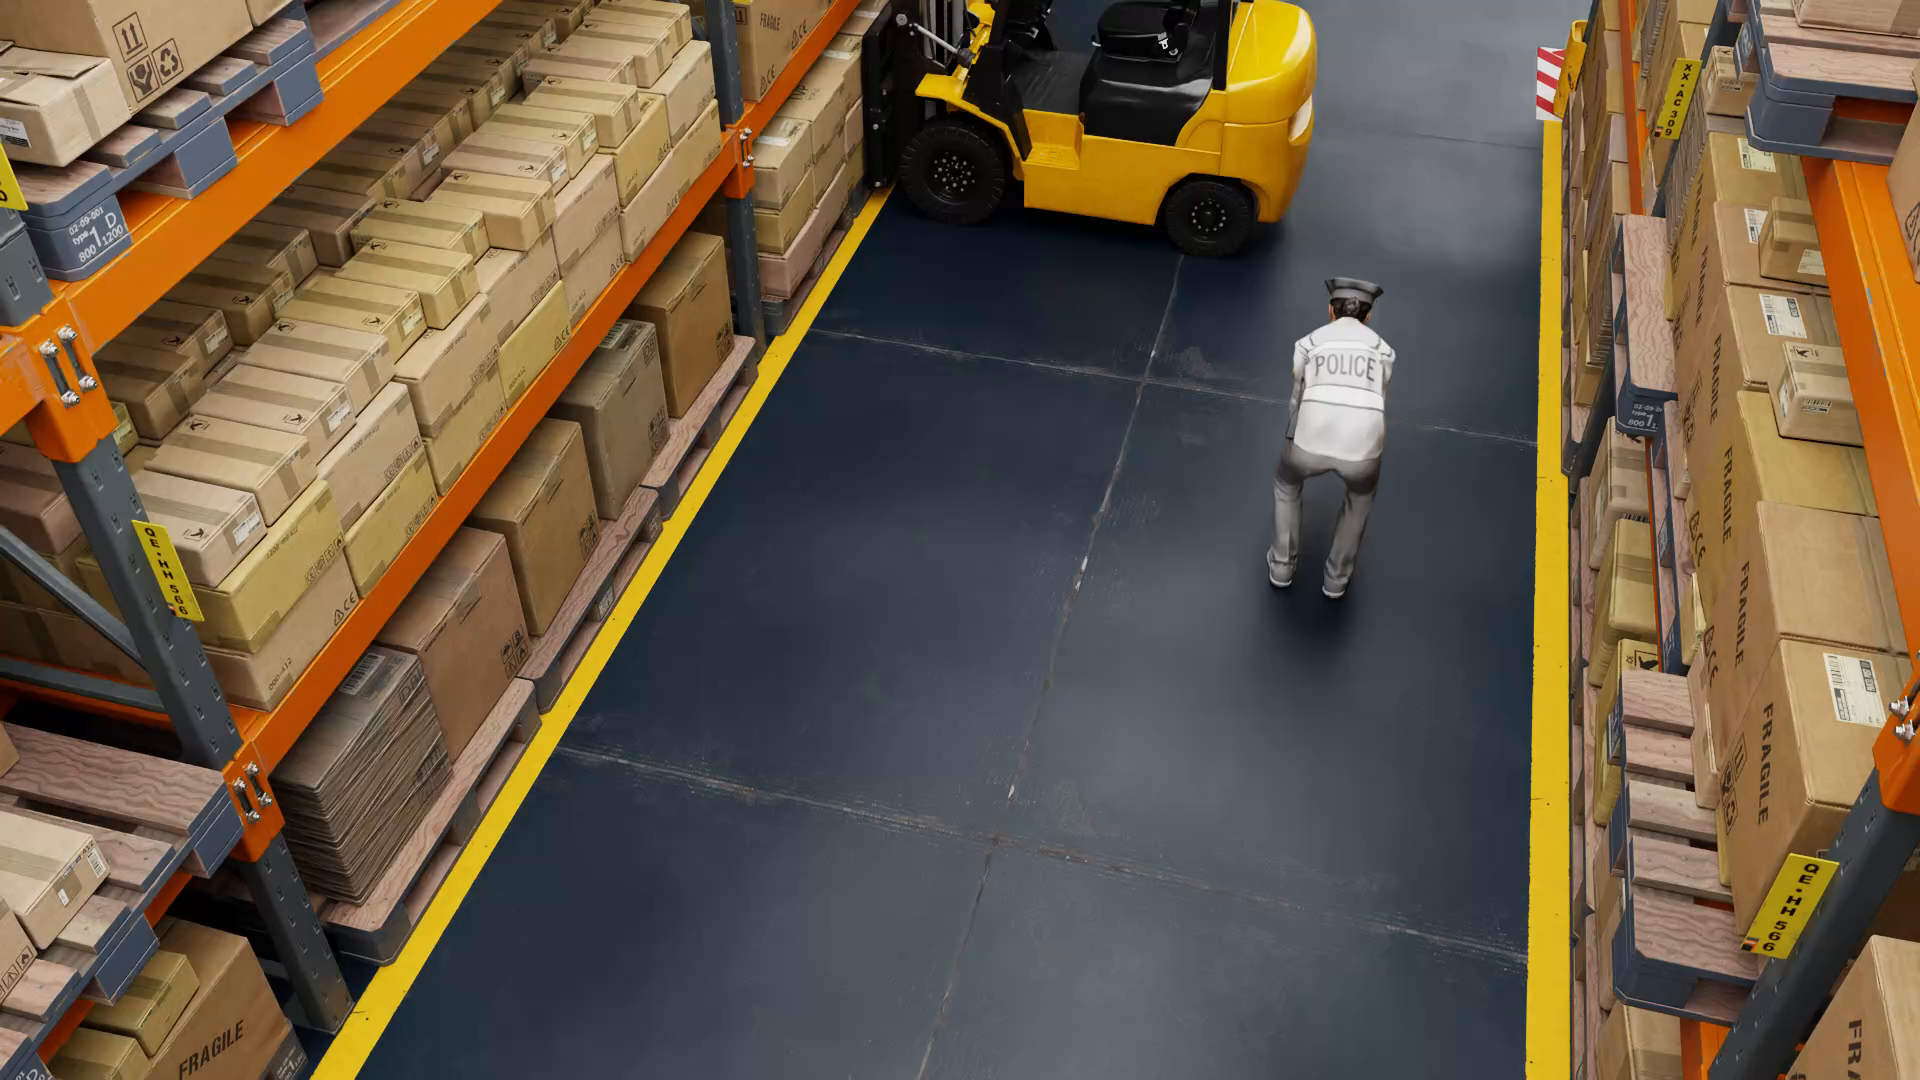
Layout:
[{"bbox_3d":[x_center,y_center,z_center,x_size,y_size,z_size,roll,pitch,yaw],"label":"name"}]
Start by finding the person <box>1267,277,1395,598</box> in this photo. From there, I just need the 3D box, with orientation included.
[{"bbox_3d":[1.565,-0.433,6.995,0.428,1.215,0.903,8,42,10],"label":"person"}]
